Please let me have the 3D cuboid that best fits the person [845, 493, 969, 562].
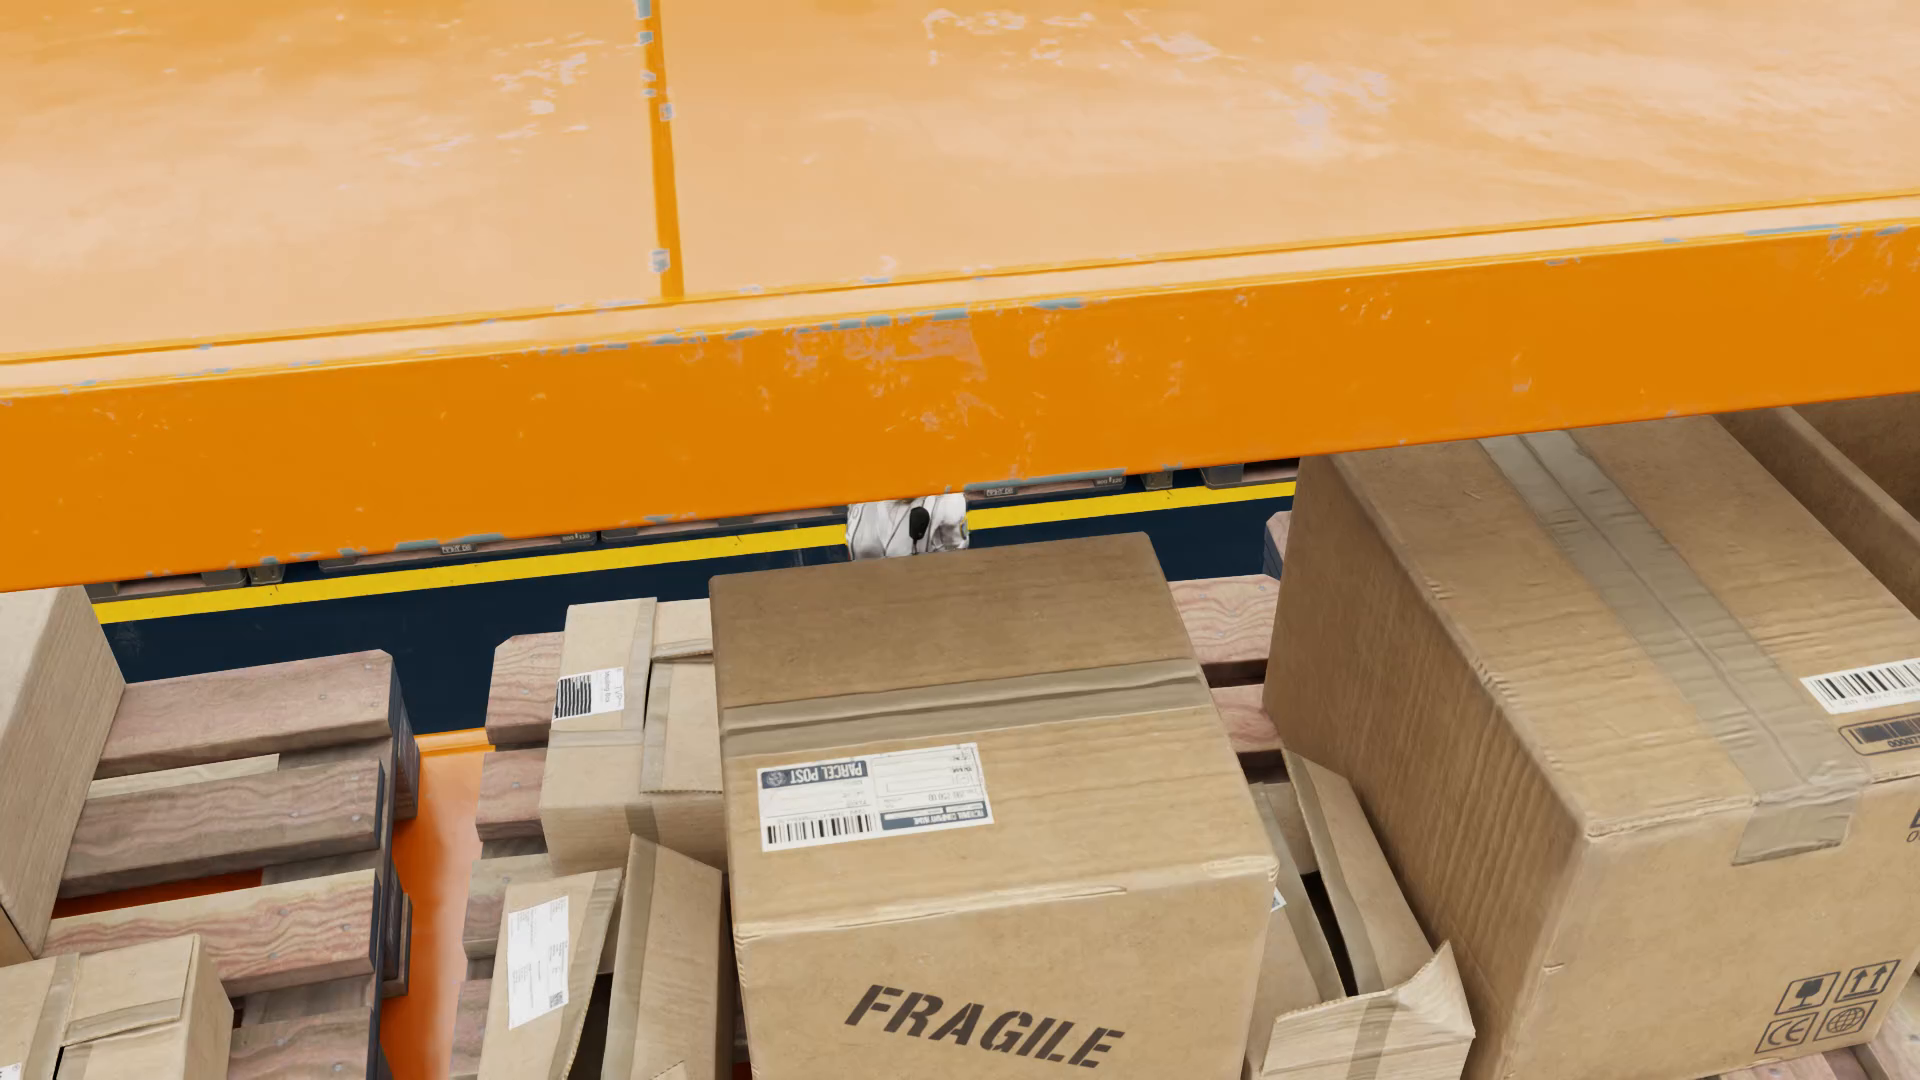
[{"bbox_3d":[-0.206,0.264,5.823,0.465,1.650,0.726,16,42,19],"label":"person"}]
